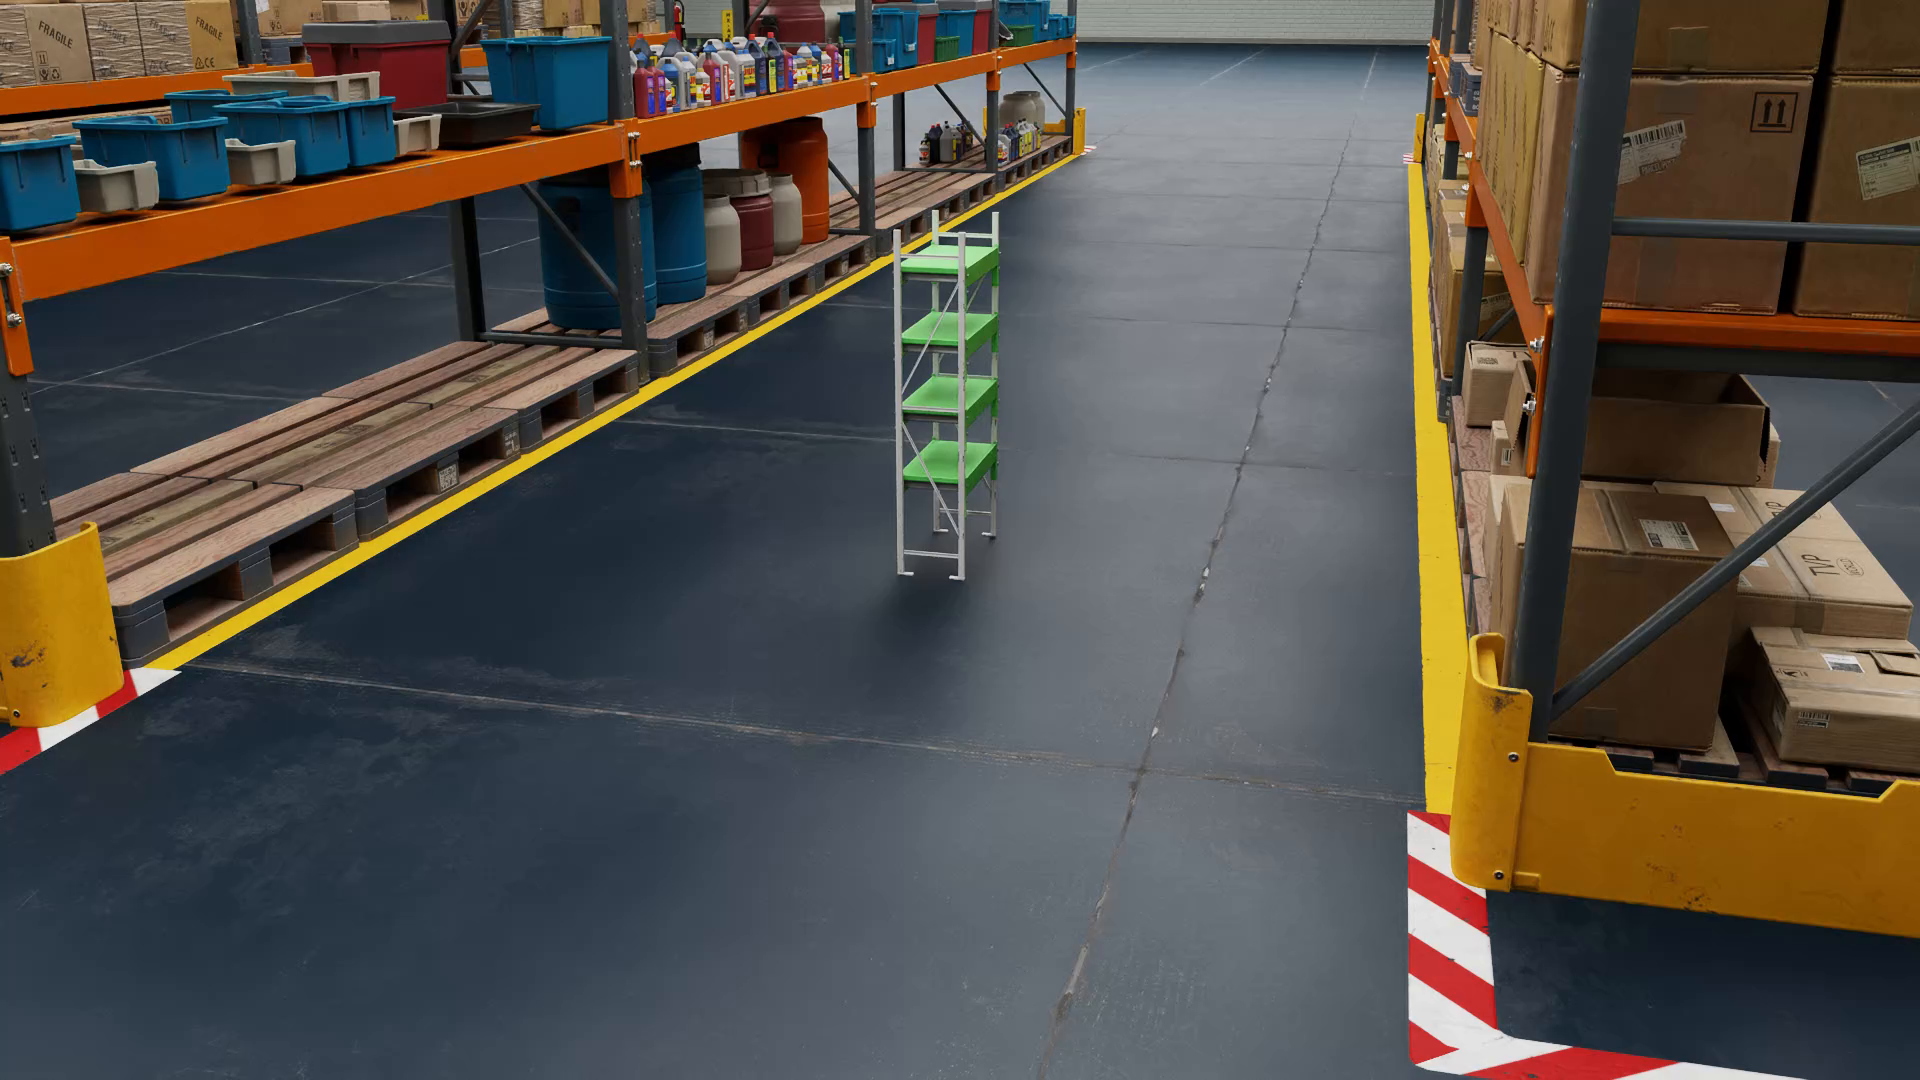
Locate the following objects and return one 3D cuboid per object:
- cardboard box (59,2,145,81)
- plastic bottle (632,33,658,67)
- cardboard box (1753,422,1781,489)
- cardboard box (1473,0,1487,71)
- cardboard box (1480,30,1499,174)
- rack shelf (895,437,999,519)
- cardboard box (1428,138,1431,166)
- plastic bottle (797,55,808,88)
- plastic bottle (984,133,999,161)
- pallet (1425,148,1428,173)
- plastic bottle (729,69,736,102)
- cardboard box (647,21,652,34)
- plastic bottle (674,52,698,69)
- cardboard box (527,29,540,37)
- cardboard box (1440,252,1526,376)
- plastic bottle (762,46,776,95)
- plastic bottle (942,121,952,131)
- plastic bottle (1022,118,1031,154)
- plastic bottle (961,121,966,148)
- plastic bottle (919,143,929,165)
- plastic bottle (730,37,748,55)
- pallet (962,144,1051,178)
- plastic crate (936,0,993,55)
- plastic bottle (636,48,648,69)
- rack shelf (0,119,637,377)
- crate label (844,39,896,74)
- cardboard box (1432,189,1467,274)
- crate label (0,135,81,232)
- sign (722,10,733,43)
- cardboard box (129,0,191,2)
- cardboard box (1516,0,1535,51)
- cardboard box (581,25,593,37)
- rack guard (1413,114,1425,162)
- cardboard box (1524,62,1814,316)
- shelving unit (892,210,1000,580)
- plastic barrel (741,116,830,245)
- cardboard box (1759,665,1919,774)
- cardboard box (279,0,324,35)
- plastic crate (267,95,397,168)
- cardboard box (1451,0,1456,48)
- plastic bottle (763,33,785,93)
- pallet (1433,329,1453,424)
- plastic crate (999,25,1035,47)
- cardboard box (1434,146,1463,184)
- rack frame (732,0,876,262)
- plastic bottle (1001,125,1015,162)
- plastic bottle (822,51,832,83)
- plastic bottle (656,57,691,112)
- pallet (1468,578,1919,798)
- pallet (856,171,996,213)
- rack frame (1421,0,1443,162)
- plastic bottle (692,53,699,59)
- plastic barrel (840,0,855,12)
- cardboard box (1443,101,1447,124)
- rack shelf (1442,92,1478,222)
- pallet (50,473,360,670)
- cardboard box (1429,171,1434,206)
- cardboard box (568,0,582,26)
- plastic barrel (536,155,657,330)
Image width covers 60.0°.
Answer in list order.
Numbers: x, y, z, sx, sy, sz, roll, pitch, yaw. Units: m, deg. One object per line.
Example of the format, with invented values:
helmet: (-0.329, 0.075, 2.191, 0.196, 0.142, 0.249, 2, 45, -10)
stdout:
cardboard box: (-6.050, -3.450, 11.492, 0.500, 0.500, 0.500, 4, 19, 12)
plastic bottle: (-1.917, -2.886, 10.074, 0.144, 0.351, 0.185, 5, 19, 13)
cardboard box: (2.662, -0.358, 6.074, 0.500, 0.311, 0.500, 5, 19, 13)
cardboard box: (3.081, -2.663, 8.539, 0.700, 0.500, 0.500, 0, 19, -1)
cardboard box: (2.198, -1.607, 6.096, 0.500, 0.500, 0.500, 5, 19, 14)
rack shelf: (-0.040, -0.228, 5.940, 0.258, 0.148, 0.480, 5, 19, 13)
cardboard box: (4.805, -3.740, 16.100, 0.500, 0.250, 0.500, 5, 19, 13)
plastic bottle: (-1.022, -2.990, 10.609, 0.097, 0.201, 0.097, 0, 19, 0)
plastic bottle: (0.321, -3.944, 16.512, 0.144, 0.351, 0.185, 5, 19, 13)
pallet: (5.495, -4.057, 17.738, 1.003, 0.211, 1.213, 5, 19, 13)
plastic bottle: (-1.330, -2.596, 9.454, 0.097, 0.201, 0.097, 0, 19, 0)
cardboard box: (-3.895, -6.100, 19.795, 0.380, 0.149, 0.250, 5, 19, 13)
plastic bottle: (-1.532, -2.609, 9.377, 0.152, 0.276, 0.135, 5, 19, 13)
cardboard box: (-4.524, -5.151, 17.017, 0.380, 0.149, 0.250, 5, 19, 13)
cardboard box: (2.552, -1.061, 7.839, 0.500, 0.500, 0.500, 5, 19, 13)
plastic bottle: (-1.158, -2.831, 10.015, 0.061, 0.283, 0.133, 5, 19, 13)
plastic bottle: (-0.135, -4.099, 16.964, 0.144, 0.351, 0.185, 5, 19, 13)
plastic bottle: (0.656, -4.184, 17.213, 0.144, 0.351, 0.185, 5, 20, 16)
plastic bottle: (0.021, -4.321, 17.720, 0.061, 0.283, 0.133, 5, 19, 14)
plastic bottle: (-0.352, -3.780, 16.263, 0.097, 0.201, 0.097, 0, 19, 0)
plastic bottle: (-1.535, -3.335, 11.504, 0.152, 0.276, 0.135, 5, 19, 13)
pallet: (0.362, -4.029, 17.657, 1.003, 0.211, 1.213, 5, 19, 13)
plastic crate: (0.040, -4.612, 14.951, 0.402, 0.464, 0.583, 5, 19, 13)
plastic bottle: (-1.915, -2.802, 9.948, 0.097, 0.271, 0.097, 0, 19, 0)
rack shelf: (-2.582, -1.283, 6.417, 1.077, 0.370, 4.000, 5, 19, 13)
crate label: (-0.649, -3.527, 12.133, 0.303, 0.233, 0.416, 5, 19, 13)
cardboard box: (3.176, -1.853, 10.157, 0.500, 0.500, 0.500, 4, 19, 11)
crate label: (-2.691, -0.997, 4.633, 0.416, 0.233, 0.303, 5, 19, 13)
sign: (-1.651, -3.623, 11.901, 0.100, 0.325, 0.005, 5, 19, 13)
cardboard box: (-6.113, -4.190, 12.106, 0.797, 0.503, 0.637, 5, 20, 15)
cardboard box: (1.819, -1.607, 4.551, 0.500, 0.500, 0.500, 5, 20, 15)
cardboard box: (-4.244, -5.545, 18.170, 0.380, 0.149, 0.250, 5, 19, 13)
rack guard: (5.647, -4.444, 18.425, 1.175, 0.500, 0.348, 5, 19, 13)
cardboard box: (1.577, -0.814, 3.774, 0.500, 0.500, 0.500, 5, 20, 15)
shelving unit: (-0.040, -0.516, 5.842, 0.258, 1.200, 0.503, 5, 19, 13)
plastic barrel: (-1.219, -2.521, 11.636, 0.600, 0.830, 0.708, 5, 19, 13)
cardboard box: (2.167, 0.432, 4.011, 0.380, 0.149, 0.250, 5, 19, 13)
cardboard box: (-5.786, -4.497, 13.908, 0.700, 0.500, 0.500, 8, 20, 21)
plastic crate: (-2.296, -1.504, 6.117, 0.416, 0.233, 0.300, 5, 19, 13)
cardboard box: (5.015, -4.875, 15.666, 0.700, 0.500, 0.500, 5, 19, 14)
plastic bottle: (-1.160, -2.916, 10.159, 0.144, 0.351, 0.185, 5, 19, 13)
pallet: (2.871, -0.796, 8.193, 1.003, 0.211, 1.213, 5, 19, 13)
plastic crate: (0.467, -5.061, 16.692, 0.450, 0.188, 0.662, 5, 19, 13)
cardboard box: (3.822, -2.780, 12.422, 0.500, 0.311, 0.500, 5, 19, 13)
rack frame: (-1.116, -3.504, 11.806, 1.000, 3.000, 0.127, 5, 19, 13)
plastic bottle: (0.461, -3.933, 16.479, 0.144, 0.351, 0.185, 5, 20, 15)
plastic bottle: (-0.903, -3.143, 11.055, 0.097, 0.201, 0.097, 0, 19, 0)
plastic bottle: (-1.521, -2.421, 8.828, 0.152, 0.276, 0.135, 5, 19, 13)
pallet: (1.944, 0.442, 4.569, 1.003, 0.211, 1.213, 5, 19, 13)
pallet: (-0.293, -3.189, 15.198, 1.003, 0.211, 1.213, 5, 19, 13)
rack frame: (5.641, -5.619, 17.999, 1.000, 3.000, 0.127, 5, 19, 13)
plastic bottle: (-1.736, -3.079, 10.869, 0.097, 0.201, 0.097, 0, 19, 0)
plastic barrel: (-0.969, -4.028, 13.168, 0.421, 0.512, 0.421, 0, 19, 0)
cardboard box: (4.699, -3.936, 15.516, 0.500, 0.500, 0.500, 5, 19, 13)
rack shelf: (3.198, -2.145, 8.939, 1.077, 0.370, 4.000, 5, 19, 13)
pallet: (-2.831, 0.067, 5.664, 1.003, 0.211, 1.213, 5, 19, 13)
cardboard box: (4.075, -2.834, 13.447, 0.500, 0.250, 0.500, 4, 19, 12)
cardboard box: (-4.591, -5.792, 17.889, 0.875, 0.500, 0.500, 5, 19, 13)
plastic barrel: (-1.944, -1.625, 8.902, 0.600, 0.901, 0.708, 5, 19, 13)
